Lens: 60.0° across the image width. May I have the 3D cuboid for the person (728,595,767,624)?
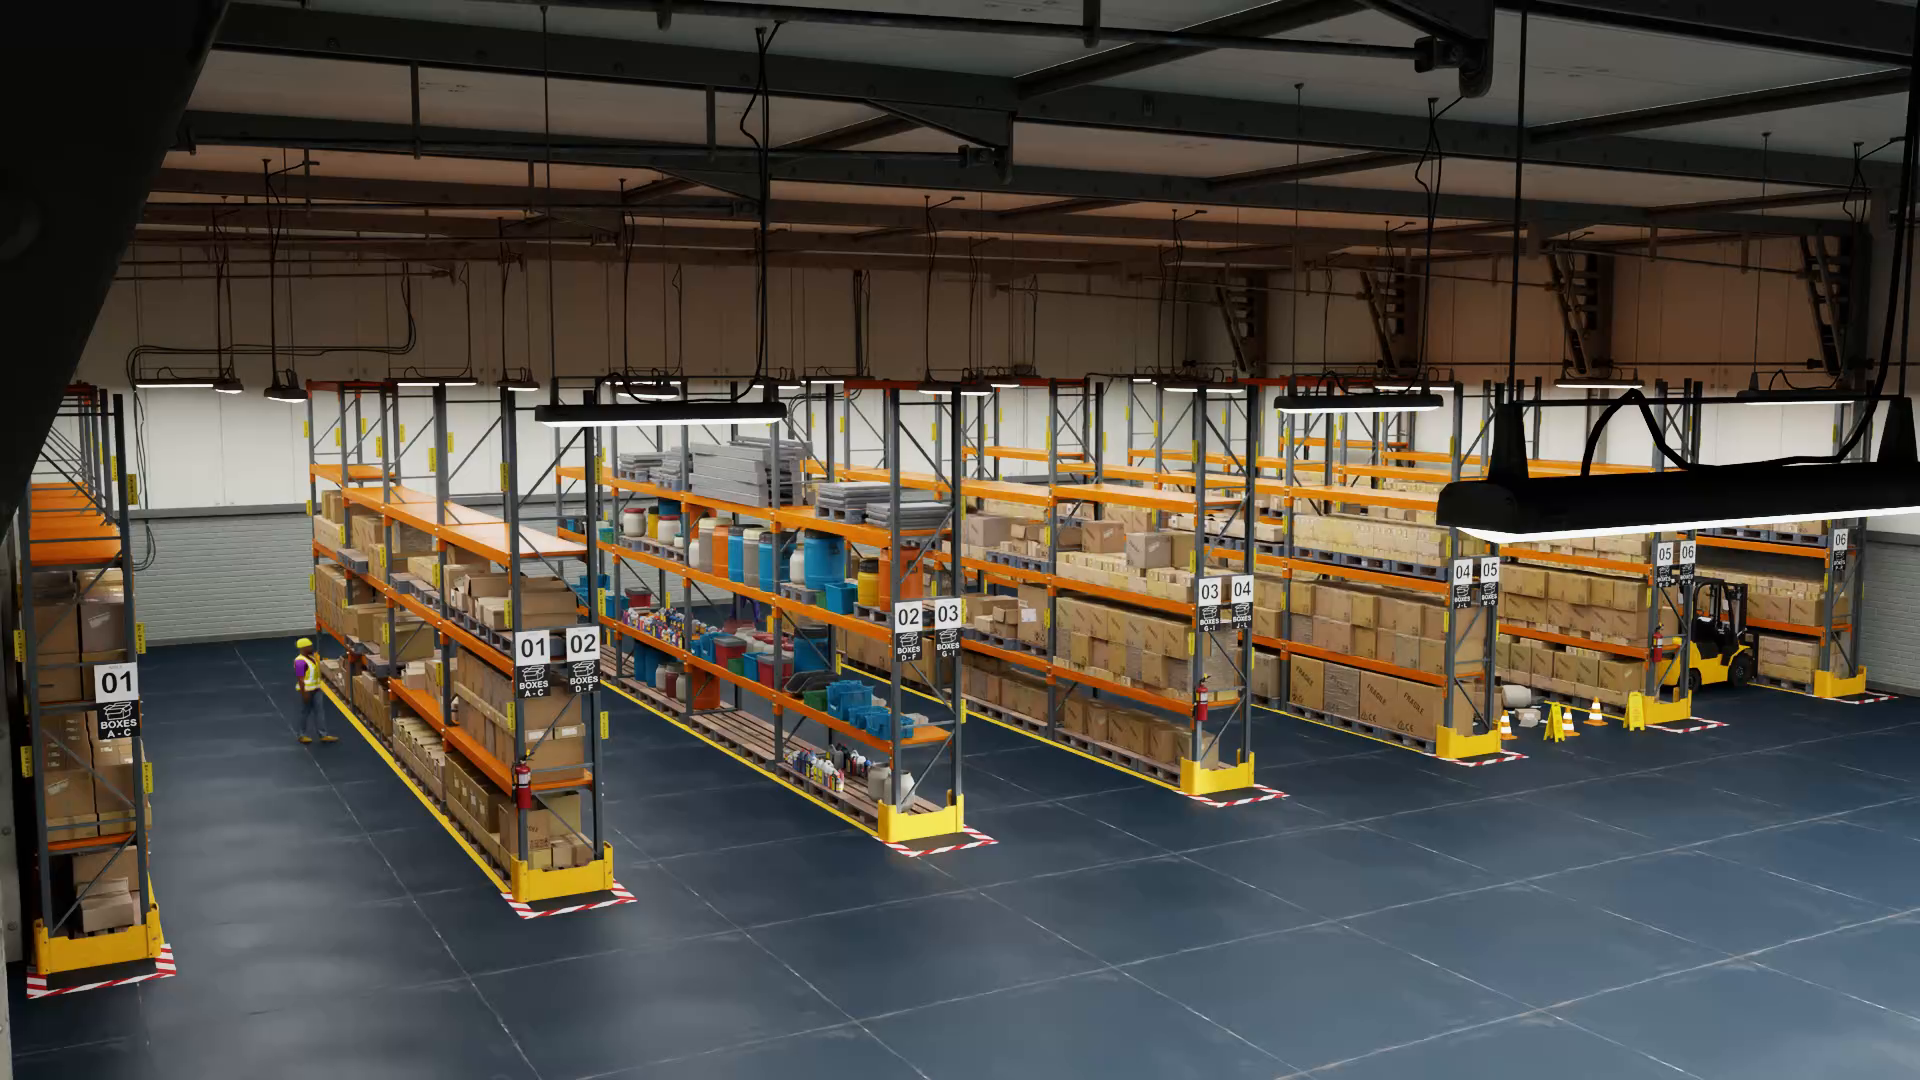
[{"bbox_3d":[-5.168,1.235,40.526,0.987,1.603,0.580,3,7,28],"label":"person"}]

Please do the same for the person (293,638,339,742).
[{"bbox_3d":[-10.792,2.512,27.695,0.686,1.759,0.562,2,6,20],"label":"person"}]
